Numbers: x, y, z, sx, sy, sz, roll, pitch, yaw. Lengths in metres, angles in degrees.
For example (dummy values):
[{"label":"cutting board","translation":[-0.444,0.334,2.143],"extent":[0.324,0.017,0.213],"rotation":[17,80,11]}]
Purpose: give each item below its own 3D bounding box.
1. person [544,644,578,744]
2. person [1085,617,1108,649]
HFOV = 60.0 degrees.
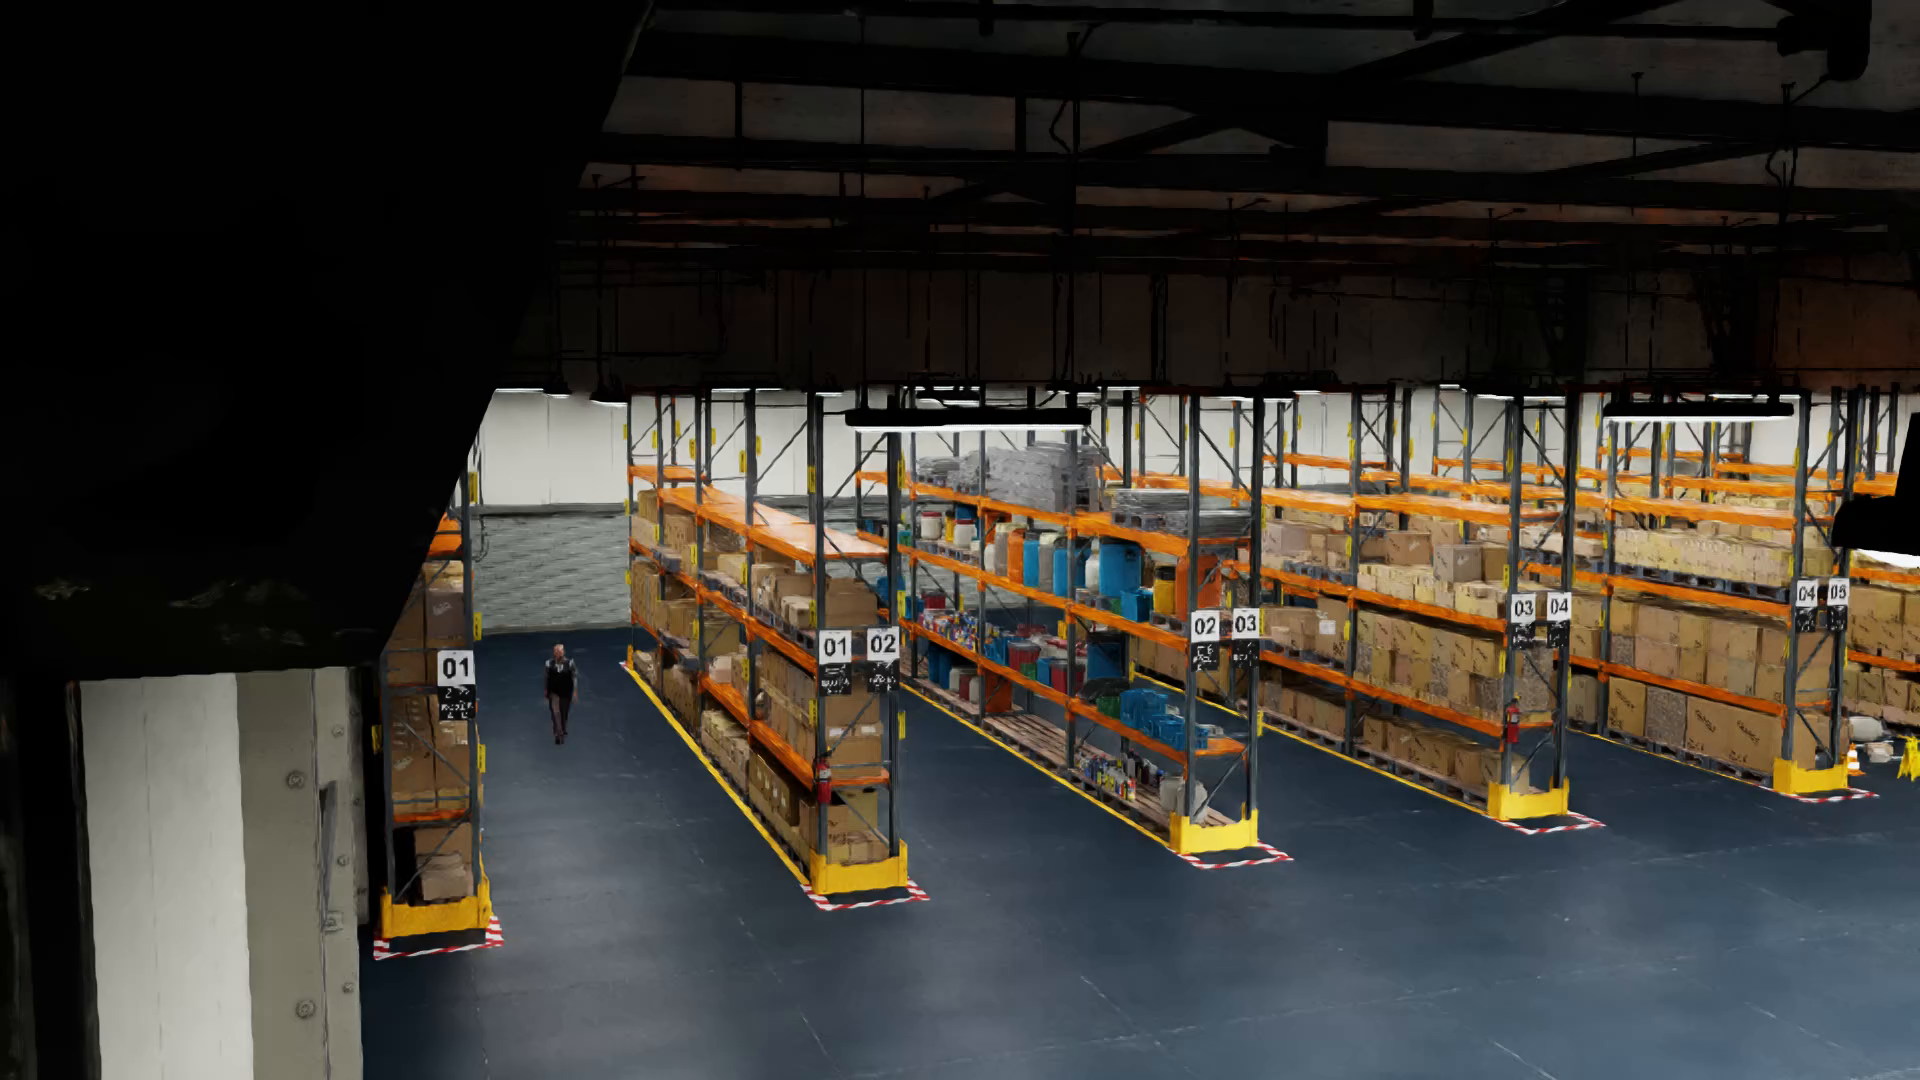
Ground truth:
[{"label":"person","translation":[-6.774,2.586,28.278],"extent":[0.553,1.669,1.030],"rotation":[-2,6,-20]},{"label":"person","translation":[2.780,2.026,33.341],"extent":[0.553,1.709,1.123],"rotation":[-2,6,-17]}]
